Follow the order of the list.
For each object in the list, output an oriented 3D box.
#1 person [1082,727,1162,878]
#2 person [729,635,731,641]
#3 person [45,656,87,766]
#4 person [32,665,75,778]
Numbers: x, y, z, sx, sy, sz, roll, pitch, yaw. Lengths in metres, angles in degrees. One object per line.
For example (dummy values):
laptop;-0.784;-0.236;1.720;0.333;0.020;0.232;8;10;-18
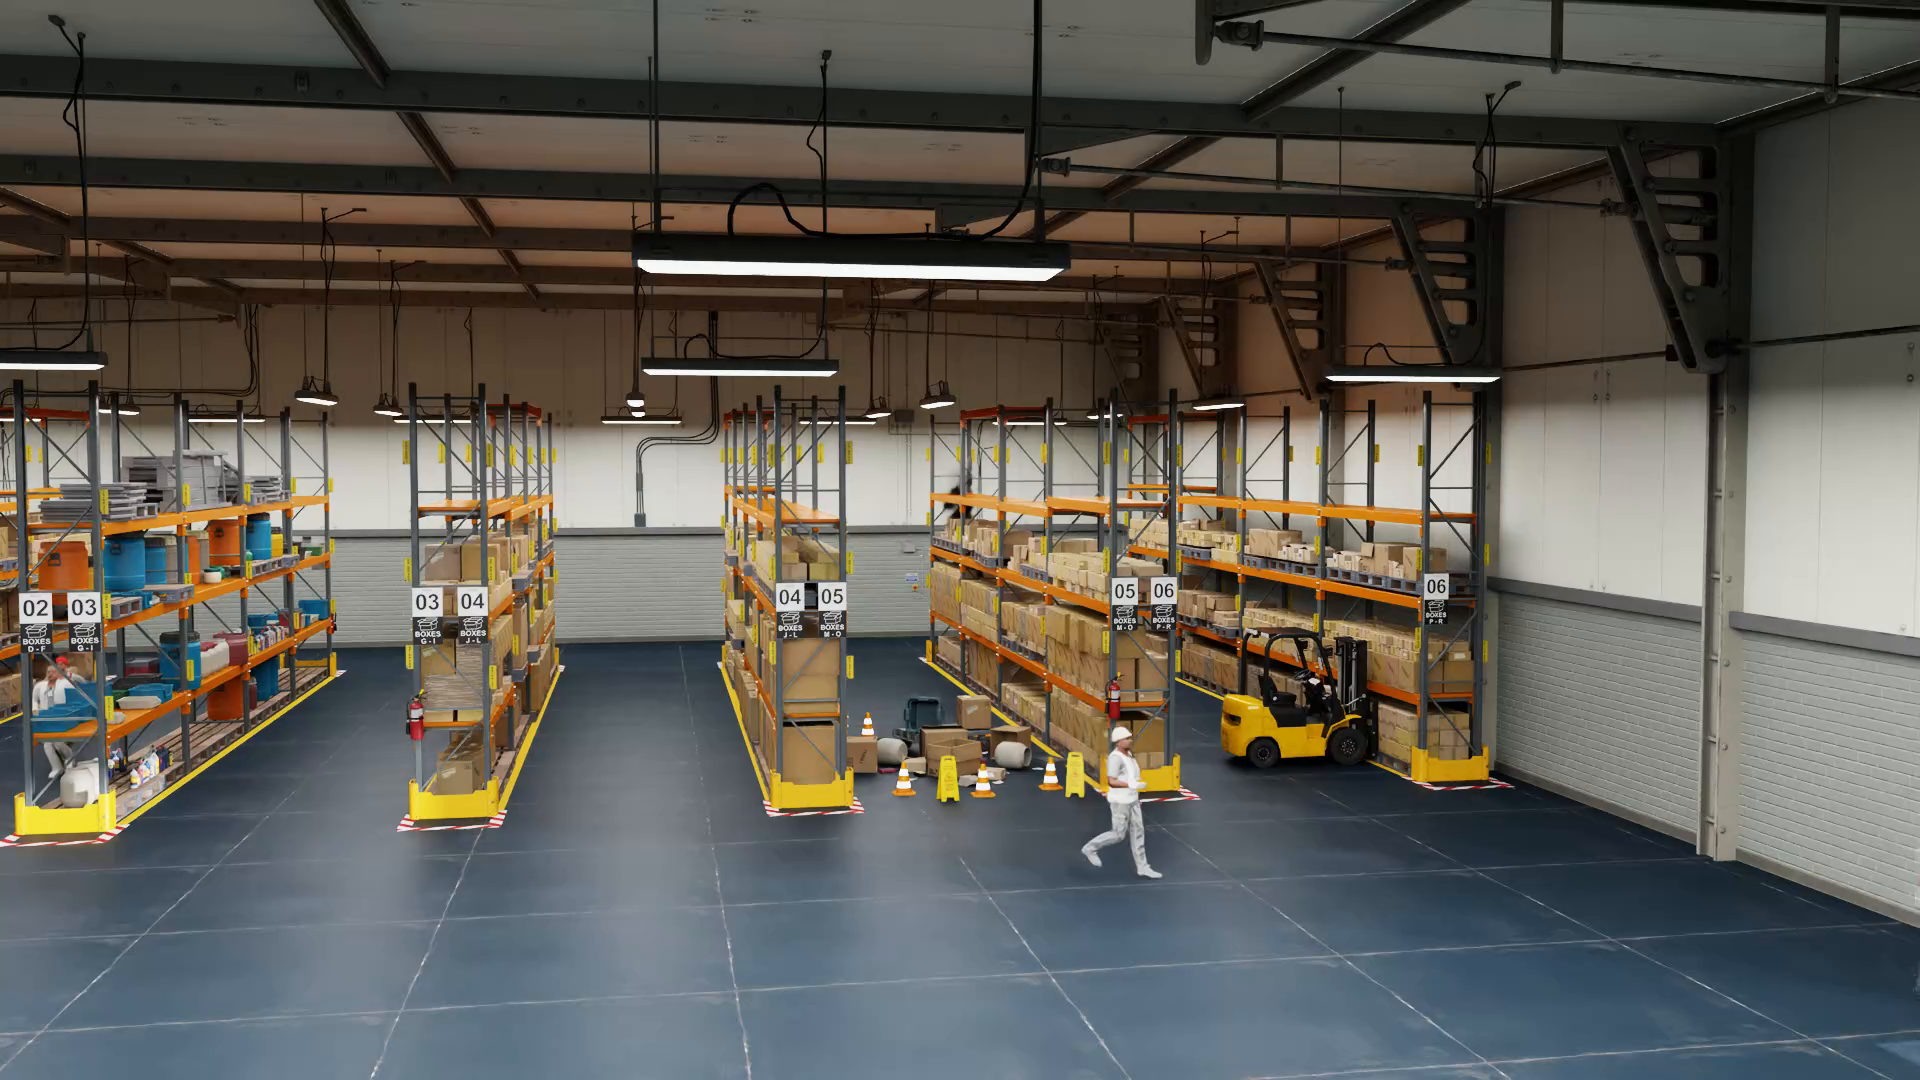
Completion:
person;1.924;3.095;19.689;0.980;1.774;0.682;1;3;26
person;-5.361;2.150;40.621;0.777;1.645;0.616;-1;3;-24
person;-14.471;2.764;26.848;0.671;1.774;0.957;0;3;-9
person;-14.143;2.818;25.938;0.718;1.743;0.637;-1;3;-11
